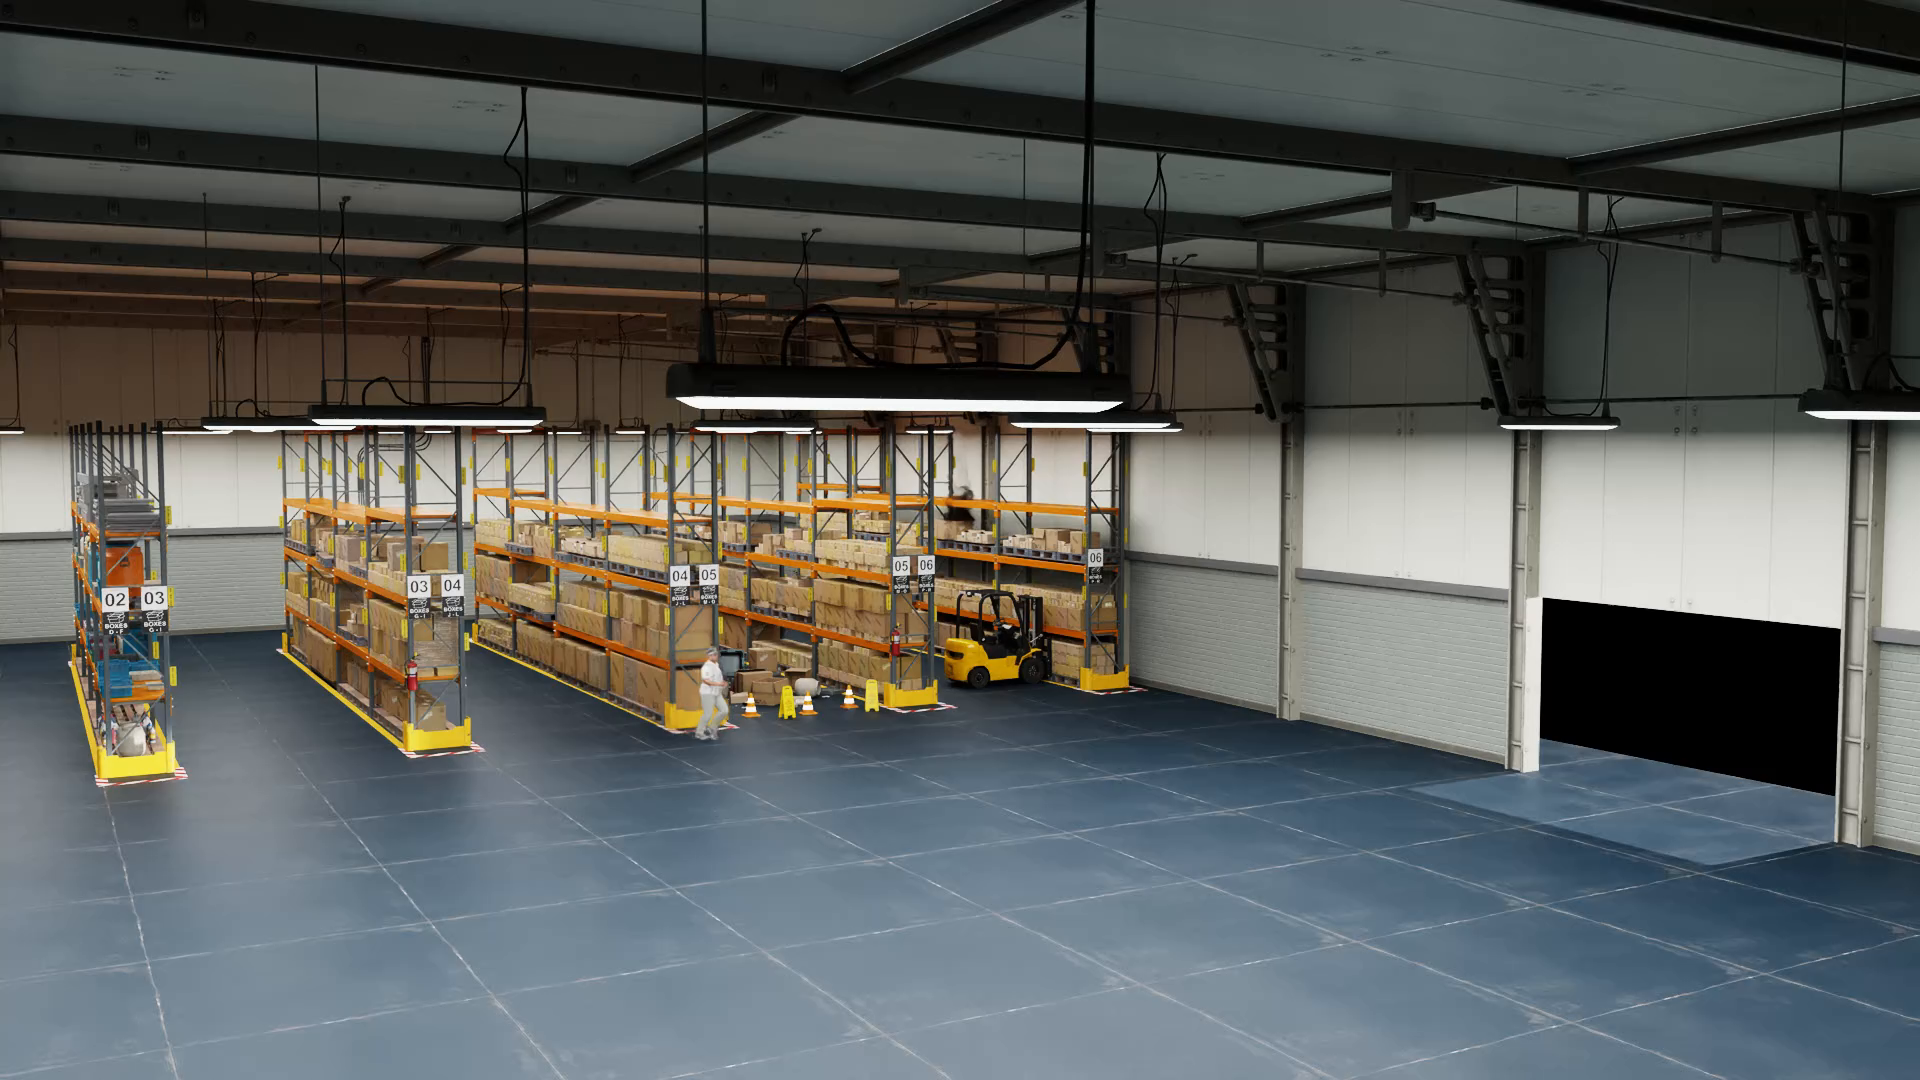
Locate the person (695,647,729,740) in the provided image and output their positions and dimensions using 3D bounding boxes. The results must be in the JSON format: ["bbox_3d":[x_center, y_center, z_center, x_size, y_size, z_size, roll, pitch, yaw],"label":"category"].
[{"bbox_3d":[-4.649,2.920,31.396,0.728,1.810,0.688,1,4,19],"label":"person"}]

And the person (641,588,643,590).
[{"bbox_3d":[-9.502,1.739,50.581,1.005,1.705,0.734,-1,4,-20],"label":"person"}]
